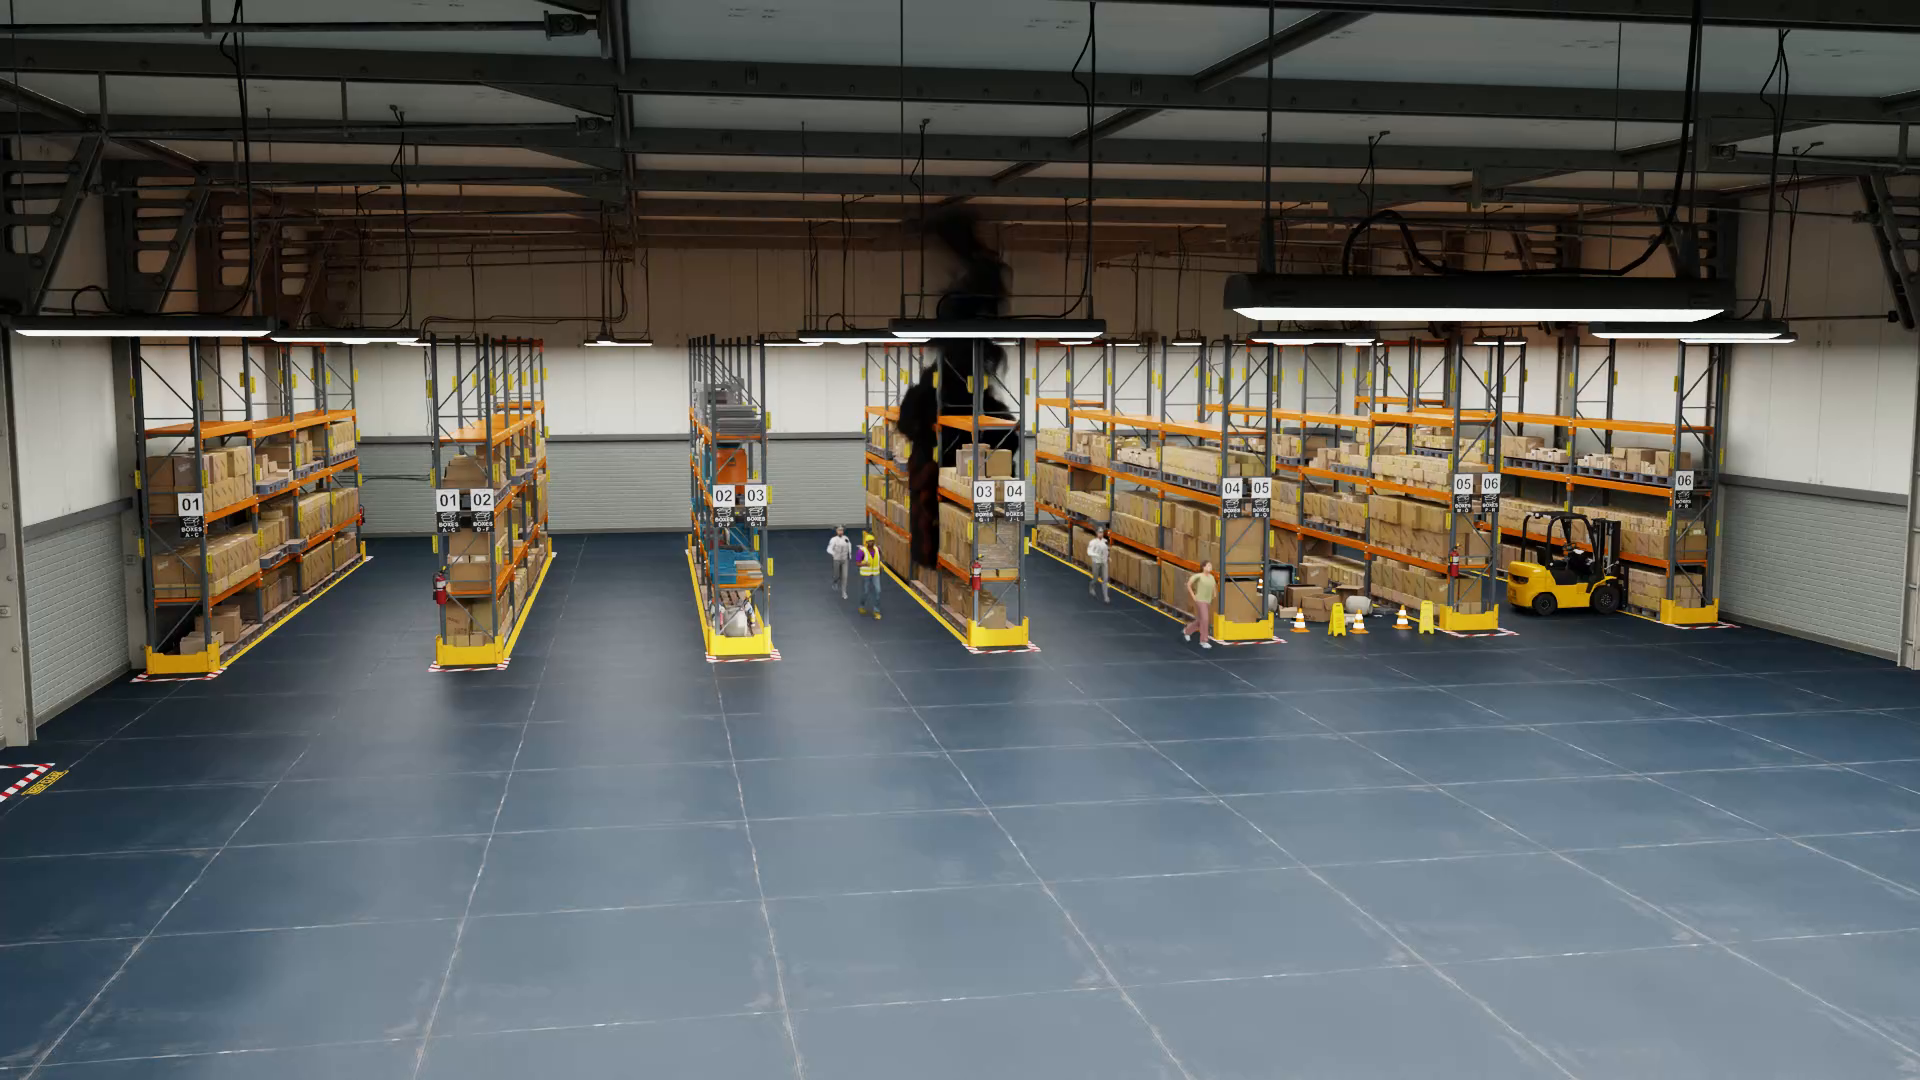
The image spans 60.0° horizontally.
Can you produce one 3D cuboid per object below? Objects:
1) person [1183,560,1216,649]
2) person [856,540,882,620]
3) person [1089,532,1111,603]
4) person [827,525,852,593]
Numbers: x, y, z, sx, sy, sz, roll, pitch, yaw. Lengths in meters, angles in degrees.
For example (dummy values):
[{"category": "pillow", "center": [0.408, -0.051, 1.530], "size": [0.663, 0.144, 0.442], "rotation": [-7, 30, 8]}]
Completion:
[{"category": "person", "center": [4.714, 1.224, 32.273], "size": [0.595, 1.660, 0.821], "rotation": [-5, 8, -37]}, {"category": "person", "center": [-1.938, 0.796, 35.546], "size": [0.635, 1.778, 0.841], "rotation": [-3, 7, -21]}, {"category": "person", "center": [3.225, 0.549, 37.892], "size": [0.453, 1.654, 0.937], "rotation": [-2, 7, -17]}, {"category": "person", "center": [-2.778, 0.433, 38.583], "size": [0.617, 1.611, 0.745], "rotation": [-2, 7, -19]}]
